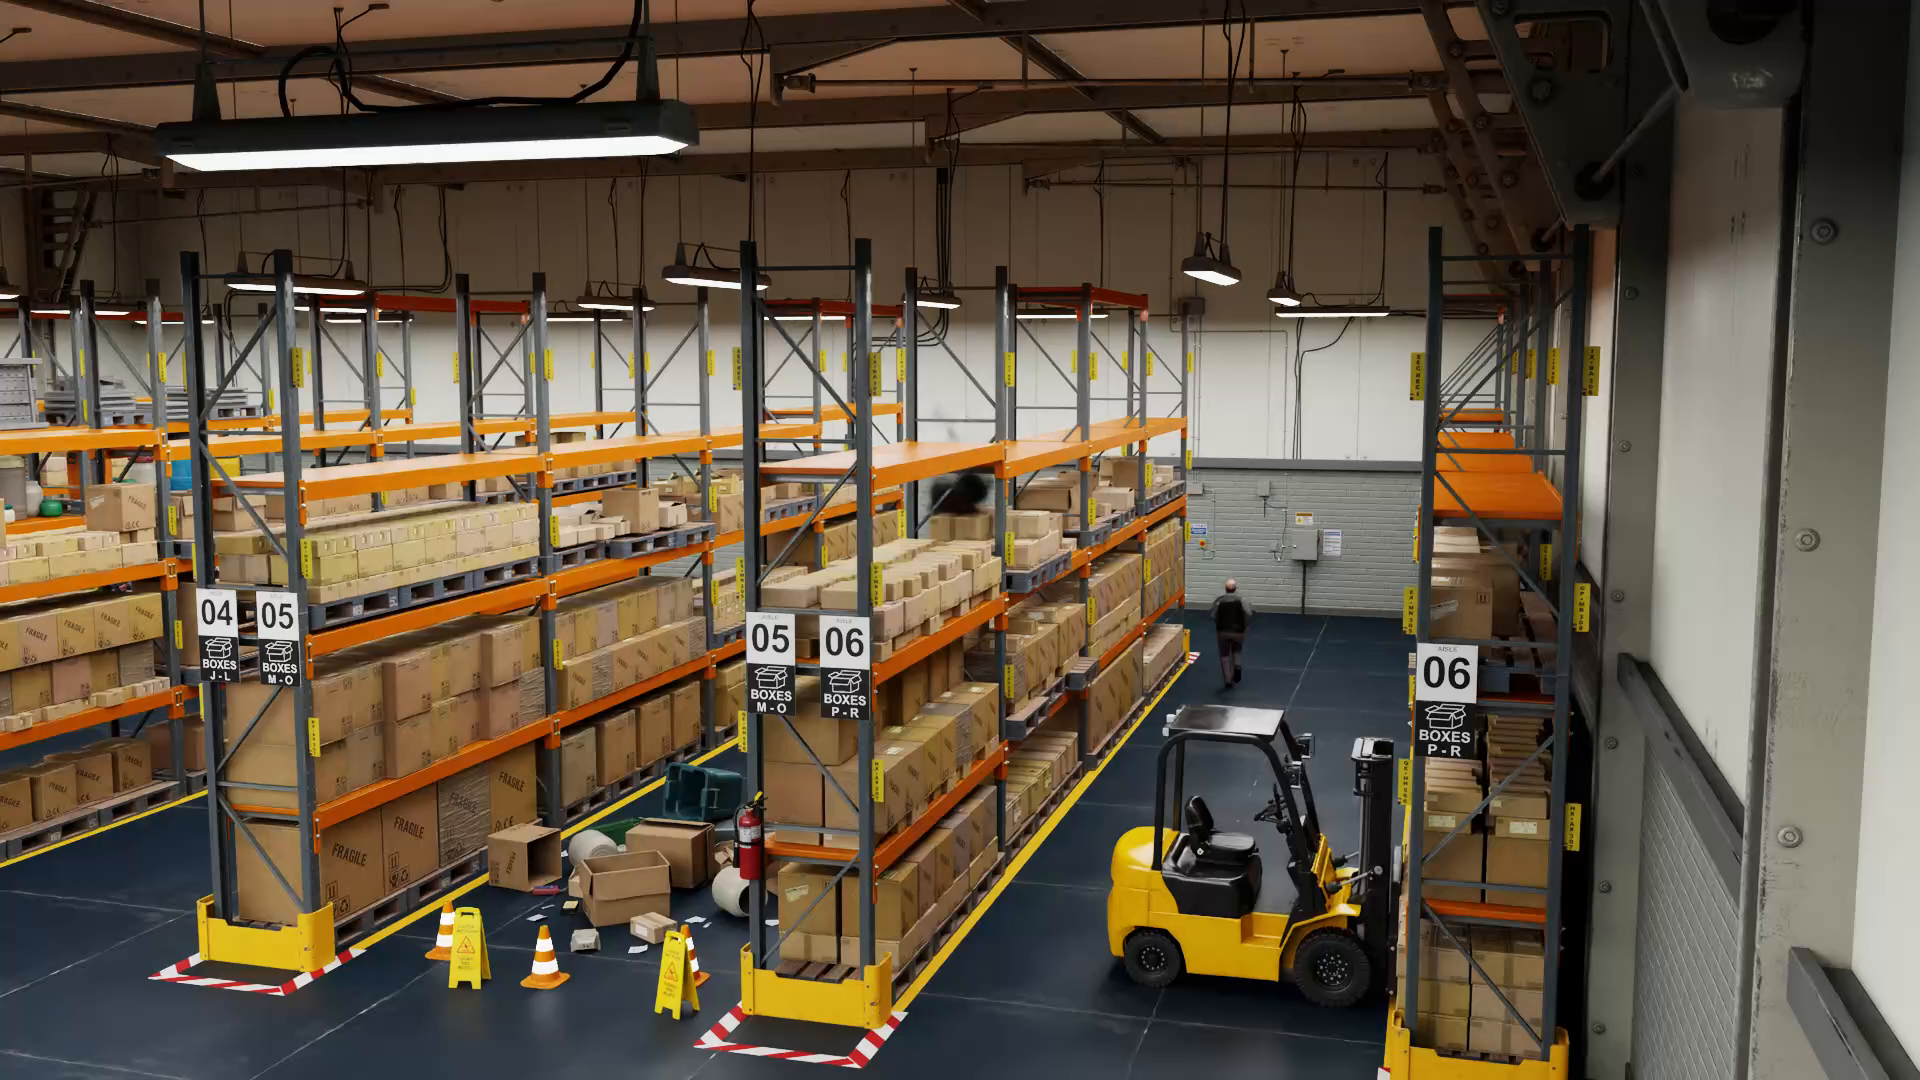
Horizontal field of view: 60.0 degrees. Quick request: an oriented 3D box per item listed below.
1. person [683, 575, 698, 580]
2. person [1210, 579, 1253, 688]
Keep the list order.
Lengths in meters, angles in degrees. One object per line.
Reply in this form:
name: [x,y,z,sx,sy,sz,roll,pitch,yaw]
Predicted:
person: [-4.206,1.385,26.322,0.597,1.716,0.868,3,7,23]
person: [4.218,1.440,25.876,0.650,1.682,0.566,1,6,8]
